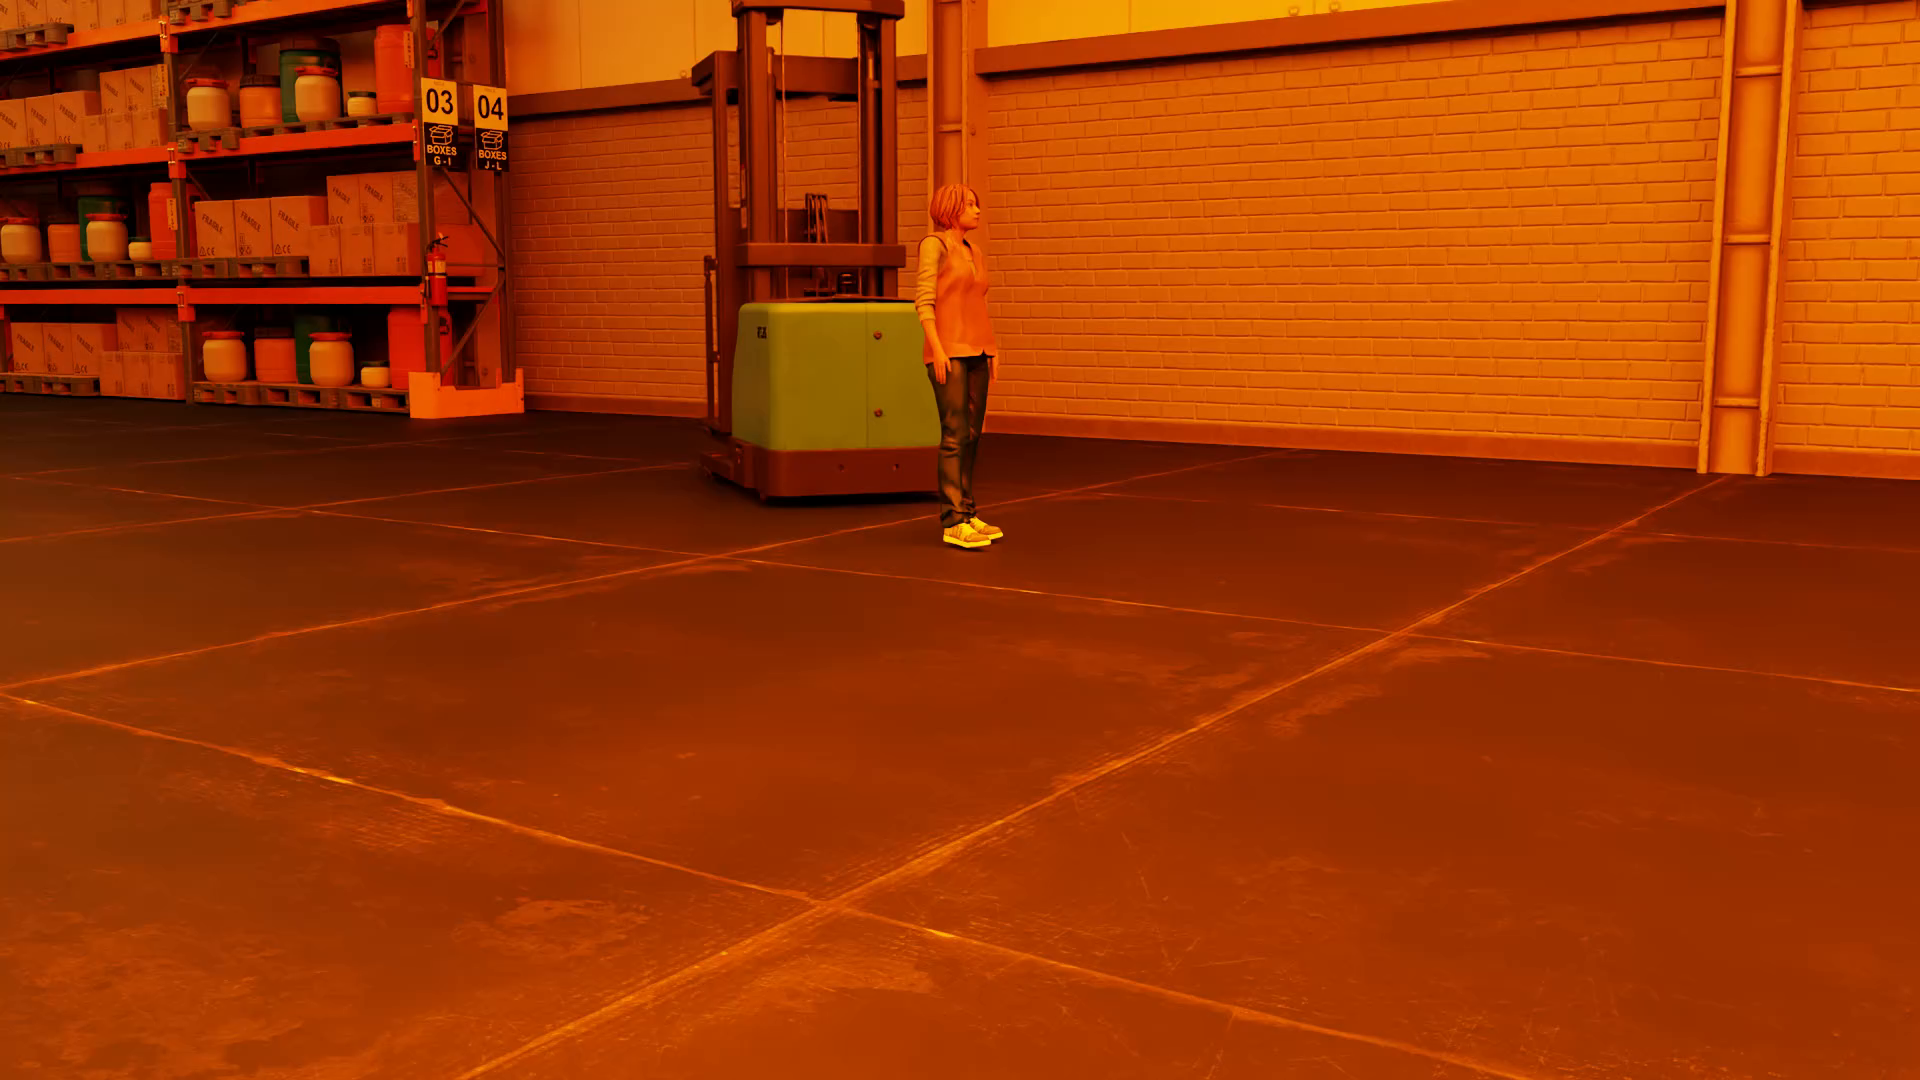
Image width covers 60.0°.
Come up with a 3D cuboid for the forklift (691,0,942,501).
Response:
[{"bbox_3d":[-0.984,-1.827,10.042,1.130,2.935,3.031,-3,9,-19],"label":"forklift"}]

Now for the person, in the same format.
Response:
[{"bbox_3d":[0.055,-0.790,7.437,0.472,1.600,0.520,5,10,34],"label":"person"}]
